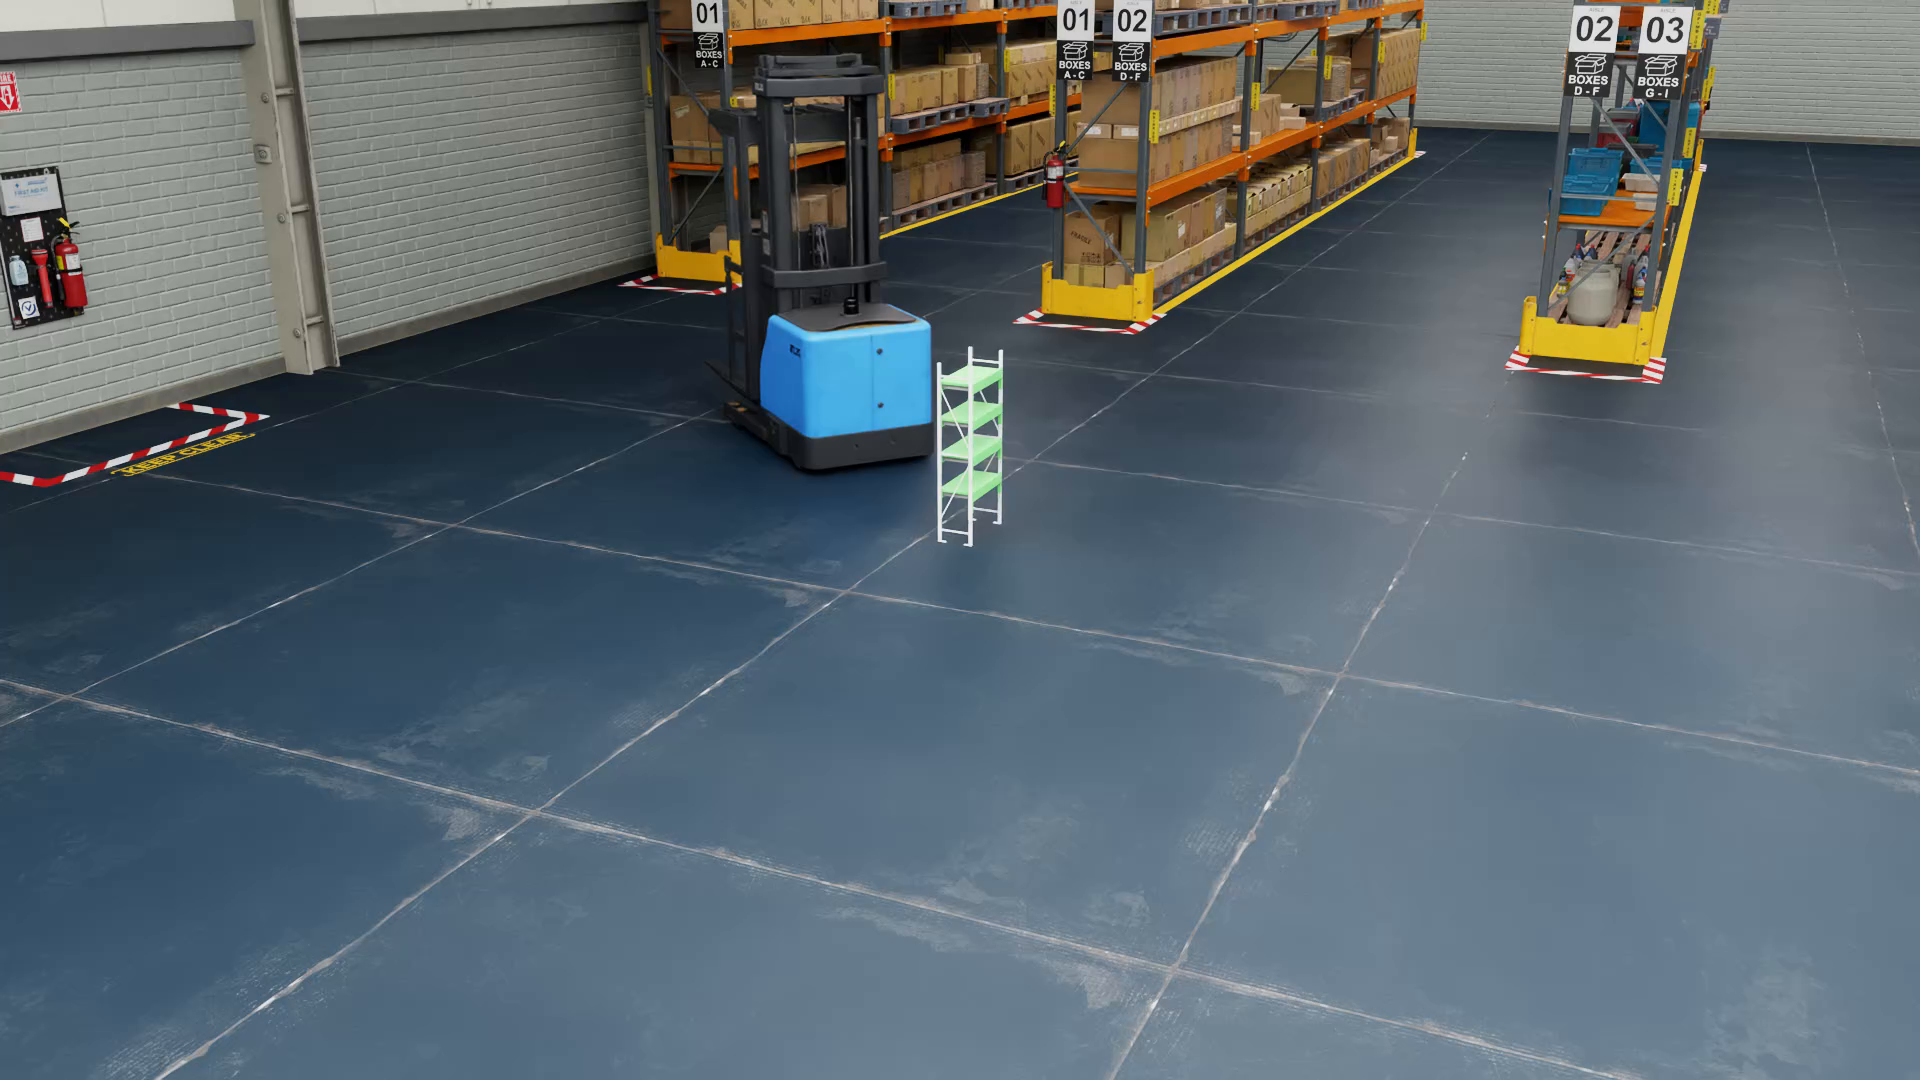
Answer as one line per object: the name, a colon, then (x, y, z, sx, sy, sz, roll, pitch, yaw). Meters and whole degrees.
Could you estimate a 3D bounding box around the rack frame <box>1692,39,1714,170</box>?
rack frame: (12.535, -8.039, 29.096, 1.000, 3.000, 0.127, 9, 21, 23)

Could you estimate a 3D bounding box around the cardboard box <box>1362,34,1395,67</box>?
cardboard box: (7.040, -8.278, 28.128, 0.500, 0.500, 0.500, 8, 21, 21)

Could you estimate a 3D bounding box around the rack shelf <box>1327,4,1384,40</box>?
rack shelf: (5.560, -7.960, 25.471, 1.077, 0.370, 4.000, 9, 21, 23)

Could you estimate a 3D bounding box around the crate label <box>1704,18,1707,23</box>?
crate label: (7.051, -5.018, 16.347, 0.502, 0.251, 0.408, 9, 21, 23)

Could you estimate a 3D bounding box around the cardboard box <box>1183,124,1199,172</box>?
cardboard box: (2.300, -4.490, 18.969, 0.700, 0.500, 0.500, 9, 22, 24)

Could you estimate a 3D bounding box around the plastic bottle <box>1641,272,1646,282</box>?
plastic bottle: (7.119, -2.653, 17.350, 0.061, 0.283, 0.133, 9, 21, 24)

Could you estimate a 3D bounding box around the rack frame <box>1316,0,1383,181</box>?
rack frame: (6.379, -7.497, 27.572, 1.000, 3.000, 0.127, 9, 21, 23)

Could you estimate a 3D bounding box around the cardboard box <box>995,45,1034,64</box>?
cardboard box: (0.861, -7.770, 26.599, 0.500, 0.250, 0.500, 8, 21, 22)

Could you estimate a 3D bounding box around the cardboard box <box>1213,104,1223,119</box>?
cardboard box: (2.873, -5.055, 19.590, 0.380, 0.149, 0.250, 9, 21, 23)

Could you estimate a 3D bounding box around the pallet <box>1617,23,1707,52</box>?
pallet: (6.411, -4.711, 15.545, 1.003, 0.211, 1.213, 9, 21, 23)

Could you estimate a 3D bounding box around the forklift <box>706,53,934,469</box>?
forklift: (-1.294, -2.351, 13.206, 1.130, 2.935, 3.031, -9, 22, -24)

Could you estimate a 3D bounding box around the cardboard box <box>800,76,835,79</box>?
cardboard box: (-1.800, -5.907, 22.176, 0.500, 0.500, 0.500, 8, 21, 21)

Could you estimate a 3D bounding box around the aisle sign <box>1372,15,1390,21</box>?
aisle sign: (7.777, -10.006, 30.747, 0.394, 0.787, 0.004, 9, 21, 23)

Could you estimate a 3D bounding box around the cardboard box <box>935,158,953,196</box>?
cardboard box: (-0.521, -5.458, 24.912, 0.700, 0.500, 0.500, 8, 21, 22)

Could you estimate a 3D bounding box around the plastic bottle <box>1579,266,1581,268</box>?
plastic bottle: (6.561, -2.756, 17.638, 0.061, 0.283, 0.133, 9, 21, 23)

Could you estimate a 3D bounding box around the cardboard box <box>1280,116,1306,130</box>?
cardboard box: (4.625, -5.843, 23.296, 0.380, 0.149, 0.250, 9, 21, 23)

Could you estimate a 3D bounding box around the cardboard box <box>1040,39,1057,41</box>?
cardboard box: (1.683, -8.392, 28.349, 0.500, 0.250, 0.500, 9, 21, 24)

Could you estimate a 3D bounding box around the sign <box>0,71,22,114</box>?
sign: (-7.156, -3.359, 12.477, 0.001, 0.298, 0.199, 9, 21, 23)

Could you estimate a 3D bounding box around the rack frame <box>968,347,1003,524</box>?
rack frame: (0.168, -0.691, 11.120, 0.240, 1.200, 0.015, 9, 21, 23)

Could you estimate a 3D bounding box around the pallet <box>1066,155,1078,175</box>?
pallet: (1.611, -6.615, 29.255, 1.003, 0.211, 1.213, 9, 21, 23)

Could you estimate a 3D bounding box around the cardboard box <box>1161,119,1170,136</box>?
cardboard box: (2.032, -4.429, 17.828, 0.380, 0.149, 0.250, 9, 21, 23)

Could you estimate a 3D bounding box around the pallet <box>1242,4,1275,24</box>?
pallet: (3.453, -6.646, 20.988, 0.805, 0.209, 1.217, 8, 21, 21)

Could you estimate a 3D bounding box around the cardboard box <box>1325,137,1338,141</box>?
cardboard box: (5.959, -6.412, 27.595, 0.500, 0.500, 0.500, 8, 21, 20)

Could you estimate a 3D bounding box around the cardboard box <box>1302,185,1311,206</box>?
cardboard box: (4.749, -4.982, 23.978, 0.500, 0.250, 0.500, 9, 22, 24)

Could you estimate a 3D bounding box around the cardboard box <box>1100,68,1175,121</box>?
cardboard box: (1.900, -4.805, 17.919, 0.700, 0.500, 0.500, 8, 21, 21)

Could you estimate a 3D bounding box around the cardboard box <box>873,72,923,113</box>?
cardboard box: (-0.942, -6.305, 23.415, 0.700, 0.500, 0.500, 11, 22, 28)

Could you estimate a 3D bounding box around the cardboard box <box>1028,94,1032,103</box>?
cardboard box: (0.953, -7.232, 27.173, 0.380, 0.149, 0.250, 9, 21, 24)

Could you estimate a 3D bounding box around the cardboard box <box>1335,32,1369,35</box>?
cardboard box: (6.764, -8.516, 28.797, 0.500, 0.500, 0.500, 9, 21, 23)

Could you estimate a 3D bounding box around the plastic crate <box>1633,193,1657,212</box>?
plastic crate: (6.643, -3.253, 16.032, 0.298, 0.136, 0.250, 9, 21, 23)

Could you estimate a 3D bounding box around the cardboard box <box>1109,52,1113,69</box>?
cardboard box: (2.400, -8.703, 30.515, 0.980, 0.700, 0.700, 8, 21, 21)

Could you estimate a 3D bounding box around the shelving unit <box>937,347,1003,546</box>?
shelving unit: (0.068, -0.616, 10.910, 0.258, 1.200, 0.503, 9, 21, 23)

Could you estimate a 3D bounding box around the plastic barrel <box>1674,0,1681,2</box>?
plastic barrel: (9.204, -6.851, 21.511, 0.294, 0.245, 0.294, 0, 20, 0)

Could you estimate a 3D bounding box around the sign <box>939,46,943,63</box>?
sign: (-0.287, -7.573, 26.059, 0.100, 0.325, 0.005, 9, 21, 23)

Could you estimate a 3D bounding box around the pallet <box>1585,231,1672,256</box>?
pallet: (8.405, -3.676, 20.991, 1.003, 0.211, 1.213, 9, 21, 23)

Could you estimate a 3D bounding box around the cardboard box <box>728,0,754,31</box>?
cardboard box: (-2.690, -6.045, 18.834, 0.500, 0.500, 0.500, 9, 22, 24)

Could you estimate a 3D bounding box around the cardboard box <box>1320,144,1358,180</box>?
cardboard box: (6.023, -6.033, 26.530, 0.500, 0.500, 0.500, 9, 21, 23)

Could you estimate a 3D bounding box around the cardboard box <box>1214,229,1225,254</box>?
cardboard box: (2.899, -3.630, 20.177, 0.500, 0.250, 0.500, 9, 21, 23)

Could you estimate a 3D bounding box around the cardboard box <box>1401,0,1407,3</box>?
cardboard box: (7.420, -9.412, 28.706, 0.500, 0.250, 0.500, 9, 21, 23)

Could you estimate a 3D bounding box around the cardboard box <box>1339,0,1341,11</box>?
cardboard box: (5.098, -8.028, 24.441, 0.910, 0.500, 0.500, 9, 21, 23)

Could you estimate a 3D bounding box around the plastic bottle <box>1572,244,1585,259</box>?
plastic bottle: (6.912, -3.140, 18.618, 0.144, 0.351, 0.185, 9, 22, 24)

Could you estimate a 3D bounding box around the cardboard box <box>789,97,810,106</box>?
cardboard box: (-2.157, -5.211, 20.218, 0.500, 0.500, 0.500, 8, 21, 21)

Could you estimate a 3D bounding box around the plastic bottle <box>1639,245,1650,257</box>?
plastic bottle: (7.620, -3.093, 18.487, 0.144, 0.351, 0.185, 8, 21, 21)

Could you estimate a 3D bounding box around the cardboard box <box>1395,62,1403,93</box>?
cardboard box: (7.457, -8.128, 29.197, 0.500, 0.500, 0.500, 8, 21, 22)

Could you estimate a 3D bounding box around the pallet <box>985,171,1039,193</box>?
pallet: (0.612, -5.869, 27.158, 1.003, 0.211, 1.213, 9, 21, 23)

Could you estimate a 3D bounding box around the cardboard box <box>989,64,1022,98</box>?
cardboard box: (0.653, -7.263, 26.291, 0.500, 0.500, 0.500, 9, 22, 24)

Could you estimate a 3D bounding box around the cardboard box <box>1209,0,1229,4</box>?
cardboard box: (2.859, -6.204, 18.999, 0.380, 0.149, 0.250, 9, 21, 23)

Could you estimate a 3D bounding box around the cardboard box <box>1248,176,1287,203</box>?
cardboard box: (4.128, -4.780, 22.573, 0.500, 0.311, 0.500, 9, 22, 24)

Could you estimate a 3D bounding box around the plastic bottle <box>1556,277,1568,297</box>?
plastic bottle: (6.335, -2.658, 17.486, 0.097, 0.201, 0.097, 0, 20, 0)

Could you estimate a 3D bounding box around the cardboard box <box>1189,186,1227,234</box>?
cardboard box: (2.898, -3.984, 20.052, 0.500, 0.500, 0.500, 9, 21, 23)

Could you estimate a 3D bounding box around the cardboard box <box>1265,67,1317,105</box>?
cardboard box: (4.896, -6.727, 24.631, 0.700, 0.500, 0.500, 2, 20, 4)

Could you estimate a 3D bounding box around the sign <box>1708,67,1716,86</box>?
sign: (13.043, -8.045, 28.870, 0.100, 0.325, 0.005, 9, 21, 23)

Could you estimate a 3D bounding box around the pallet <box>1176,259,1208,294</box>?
pallet: (2.241, -3.126, 19.443, 1.003, 0.211, 1.213, 9, 21, 23)

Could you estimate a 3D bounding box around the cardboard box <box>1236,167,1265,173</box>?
cardboard box: (4.052, -5.159, 23.639, 0.500, 0.311, 0.500, 8, 21, 21)

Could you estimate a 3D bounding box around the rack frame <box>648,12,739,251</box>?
rack frame: (-3.055, -4.507, 19.165, 1.000, 3.000, 0.127, 9, 21, 23)

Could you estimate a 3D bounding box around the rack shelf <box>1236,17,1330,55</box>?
rack shelf: (3.922, -6.737, 22.033, 1.077, 0.370, 4.000, 9, 21, 23)

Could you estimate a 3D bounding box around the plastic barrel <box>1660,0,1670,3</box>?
plastic barrel: (7.116, -5.928, 17.310, 0.600, 0.901, 0.708, 9, 21, 23)

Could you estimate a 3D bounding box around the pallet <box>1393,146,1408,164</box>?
pallet: (7.661, -7.138, 30.727, 1.003, 0.211, 1.213, 9, 21, 23)
